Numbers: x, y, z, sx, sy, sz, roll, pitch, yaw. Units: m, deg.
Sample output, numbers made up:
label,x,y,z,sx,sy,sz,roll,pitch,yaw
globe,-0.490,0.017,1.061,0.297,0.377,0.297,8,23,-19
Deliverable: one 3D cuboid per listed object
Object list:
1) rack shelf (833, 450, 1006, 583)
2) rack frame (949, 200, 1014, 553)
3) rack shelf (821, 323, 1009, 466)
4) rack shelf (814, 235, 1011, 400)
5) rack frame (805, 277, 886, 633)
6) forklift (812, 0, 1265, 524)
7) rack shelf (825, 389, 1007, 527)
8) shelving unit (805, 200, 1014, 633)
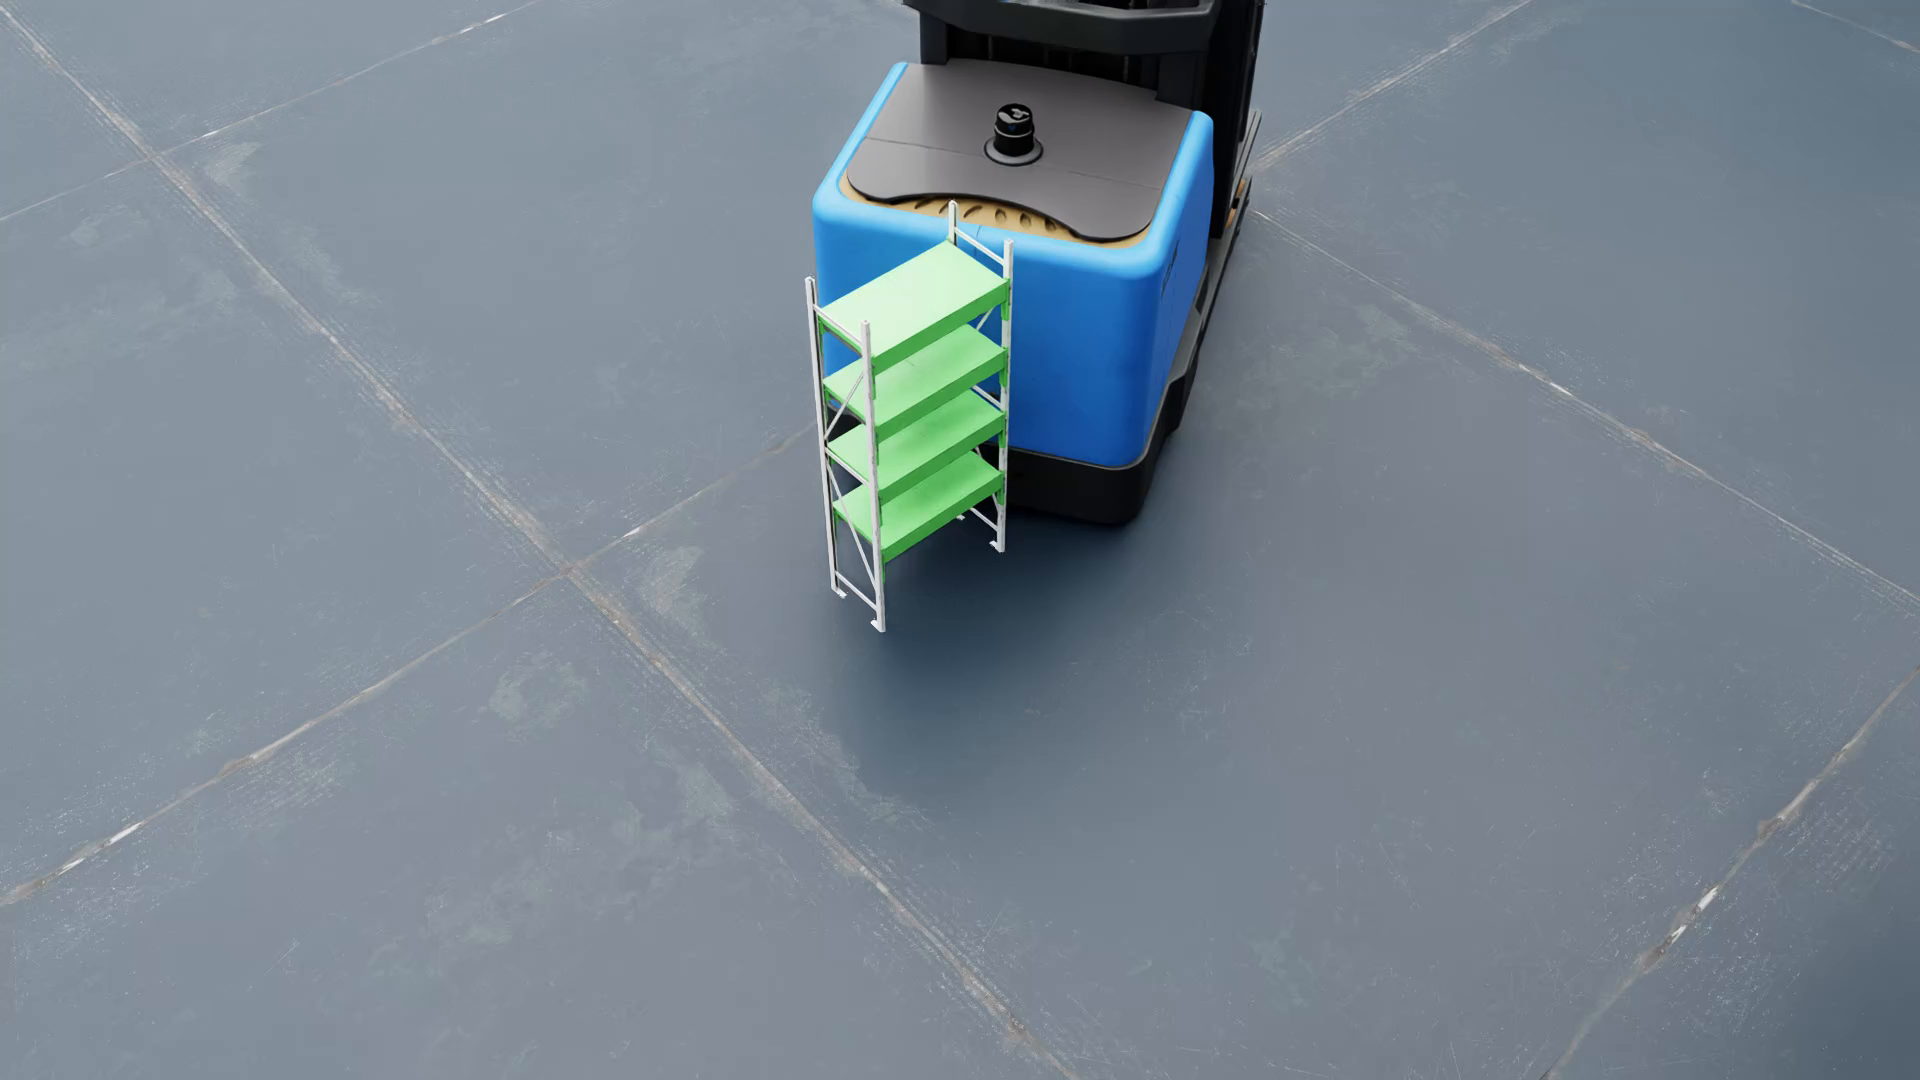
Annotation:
label,x,y,z,sx,sy,sz,roll,pitch,yaw
rack shelf,-0.127,-0.108,4.947,0.480,0.148,0.258,-33,56,-27
rack frame,0.055,-0.434,4.834,0.015,1.200,0.240,-33,56,-27
rack shelf,-0.127,-0.434,4.594,0.480,0.148,0.258,-33,56,-27
rack shelf,-0.127,-0.597,4.418,0.480,0.148,0.258,-33,56,-27
rack frame,-0.308,-0.195,4.613,0.015,1.200,0.240,-33,56,-27
forklift,0.481,-2.152,5.241,1.130,2.935,3.031,13,49,11
rack shelf,-0.127,-0.271,4.771,0.480,0.148,0.258,-33,56,-27
shelving unit,-0.127,-0.315,4.724,0.503,1.200,0.258,-33,56,-27
